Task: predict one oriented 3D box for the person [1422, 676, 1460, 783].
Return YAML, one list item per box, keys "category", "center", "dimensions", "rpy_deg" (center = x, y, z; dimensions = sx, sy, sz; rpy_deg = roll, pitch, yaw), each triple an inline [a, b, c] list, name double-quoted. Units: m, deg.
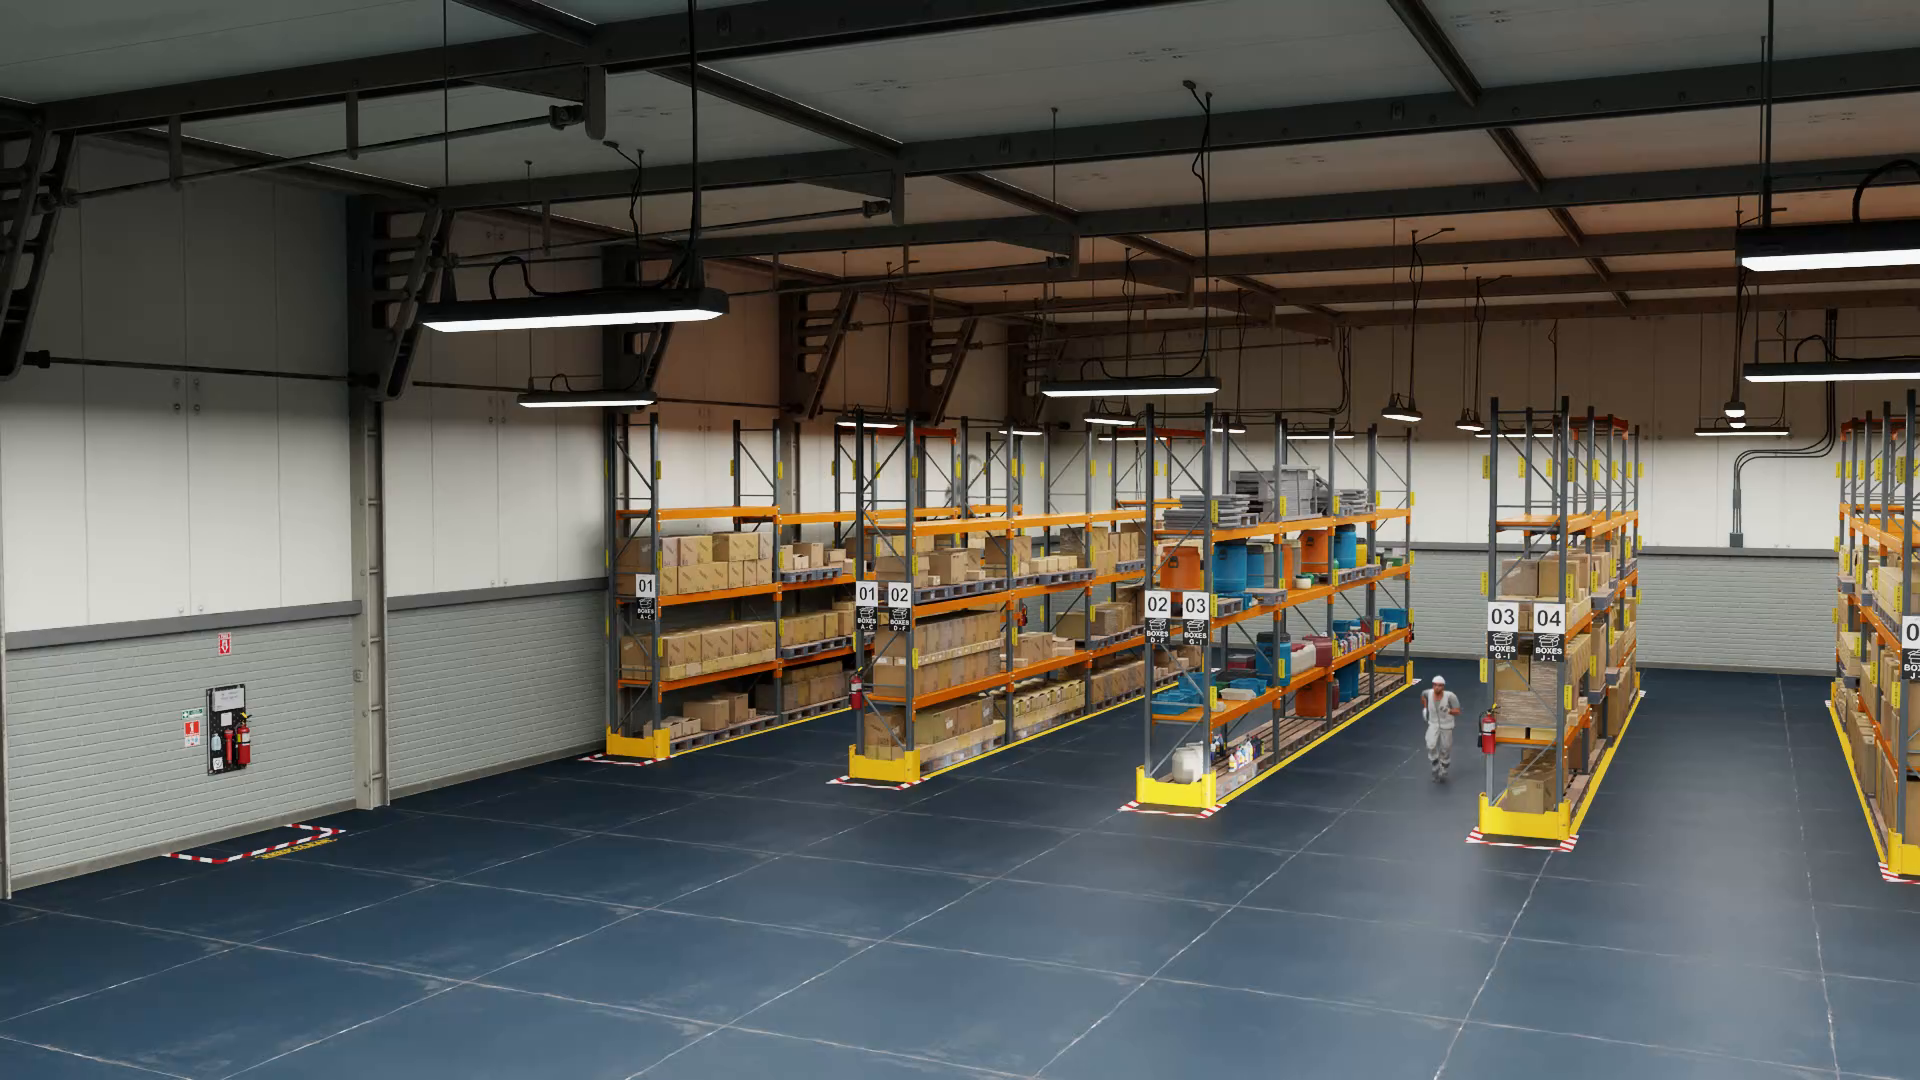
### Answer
- category: "person"
  center: [7.660, 3.003, 26.526]
  dimensions: [0.643, 1.724, 0.924]
  rpy_deg: [1, 3, 24]
